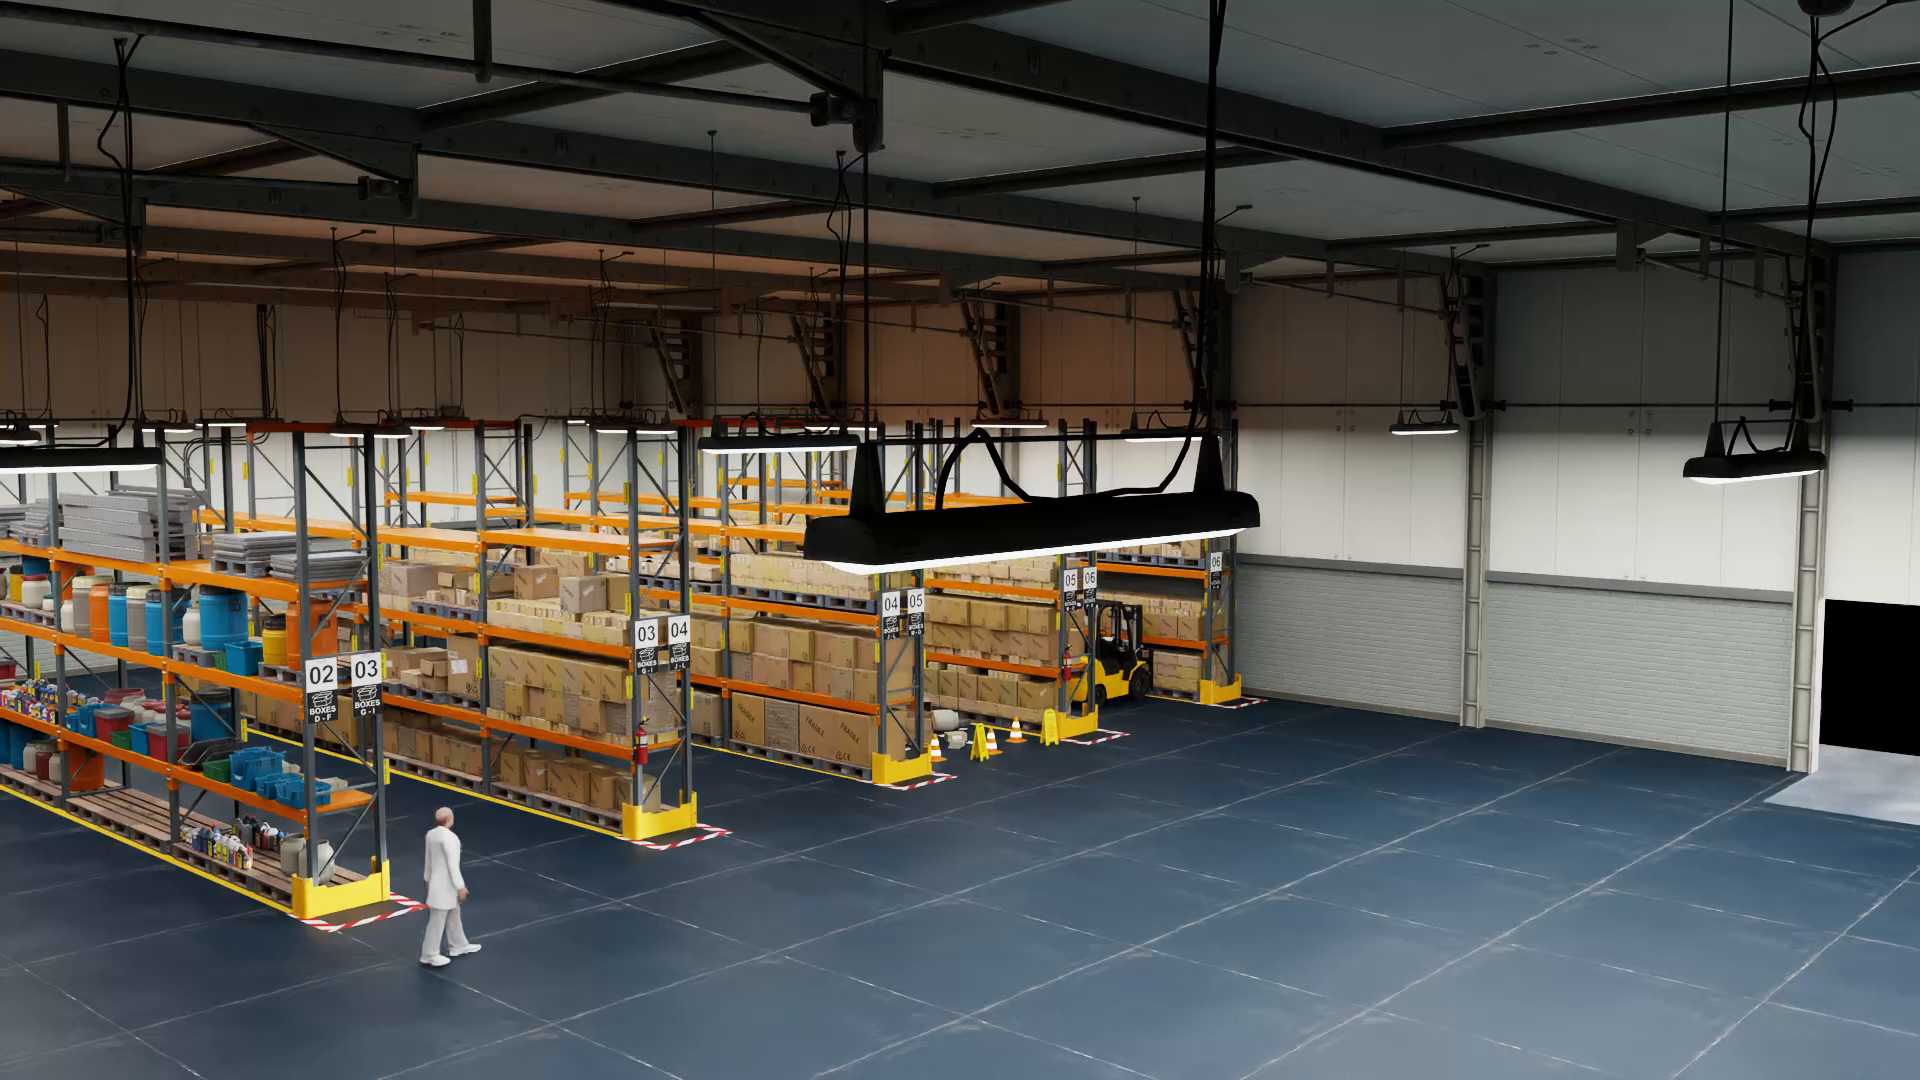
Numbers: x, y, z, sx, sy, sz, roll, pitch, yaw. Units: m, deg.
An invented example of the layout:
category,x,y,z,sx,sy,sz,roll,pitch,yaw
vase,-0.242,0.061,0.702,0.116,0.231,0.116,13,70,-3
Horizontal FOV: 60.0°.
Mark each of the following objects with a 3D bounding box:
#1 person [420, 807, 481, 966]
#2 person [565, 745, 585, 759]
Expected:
category,x,y,z,sx,sy,sz,roll,pitch,yaw
person,-5.783,3.903,18.870,0.693,1.767,0.612,-2,5,-23
person,-6.626,3.093,28.639,0.579,1.789,0.519,-1,5,-16
